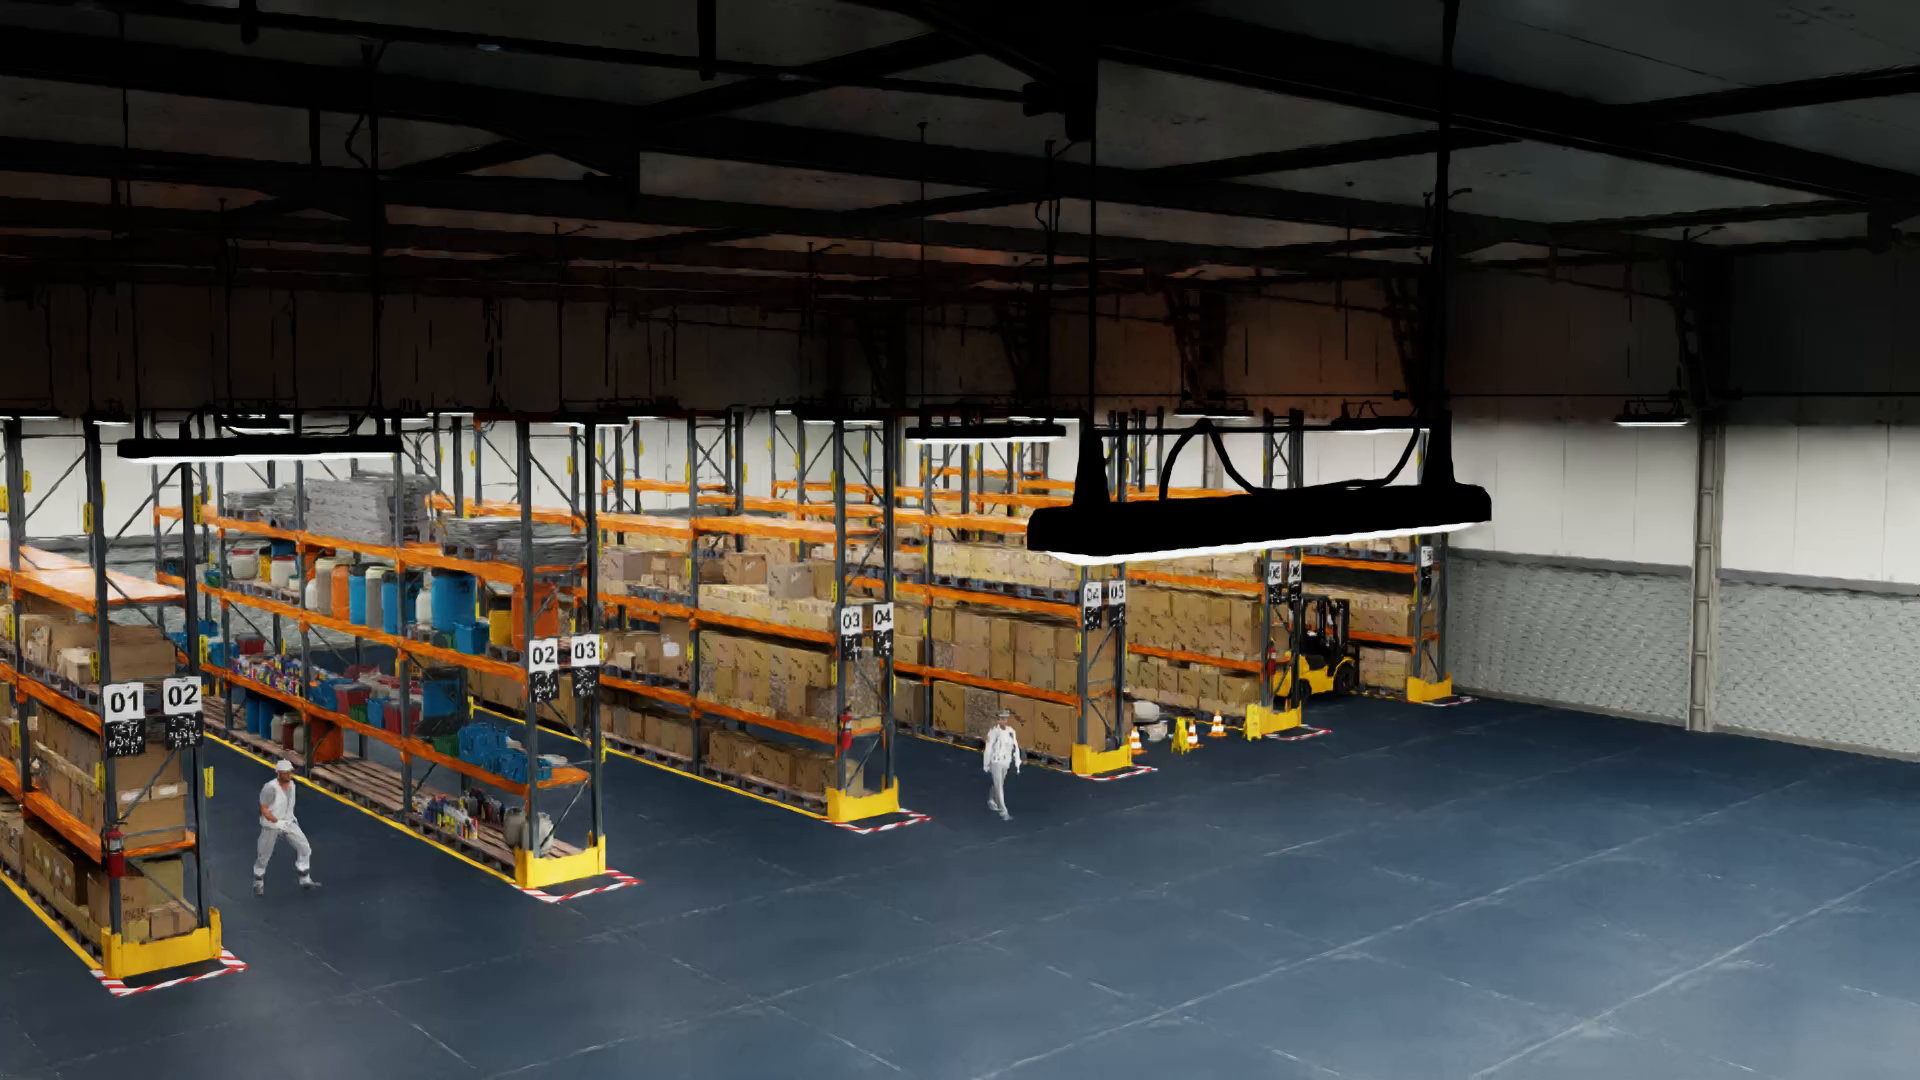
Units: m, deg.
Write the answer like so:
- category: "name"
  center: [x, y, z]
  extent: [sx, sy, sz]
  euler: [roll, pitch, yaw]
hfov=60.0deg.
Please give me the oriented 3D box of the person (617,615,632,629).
- category: "person"
  center: [-7.206, 2.389, 35.672]
  extent: [0.488, 1.587, 1.088]
  euler: [-5, 7, -43]

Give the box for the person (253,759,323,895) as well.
- category: "person"
  center: [-8.601, 3.615, 21.043]
  extent: [0.769, 1.730, 0.673]
  euler: [3, 6, 28]

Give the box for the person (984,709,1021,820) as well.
- category: "person"
  center: [0.639, 3.317, 24.886]
  extent: [0.484, 1.620, 0.985]
  euler: [-3, 6, -32]
